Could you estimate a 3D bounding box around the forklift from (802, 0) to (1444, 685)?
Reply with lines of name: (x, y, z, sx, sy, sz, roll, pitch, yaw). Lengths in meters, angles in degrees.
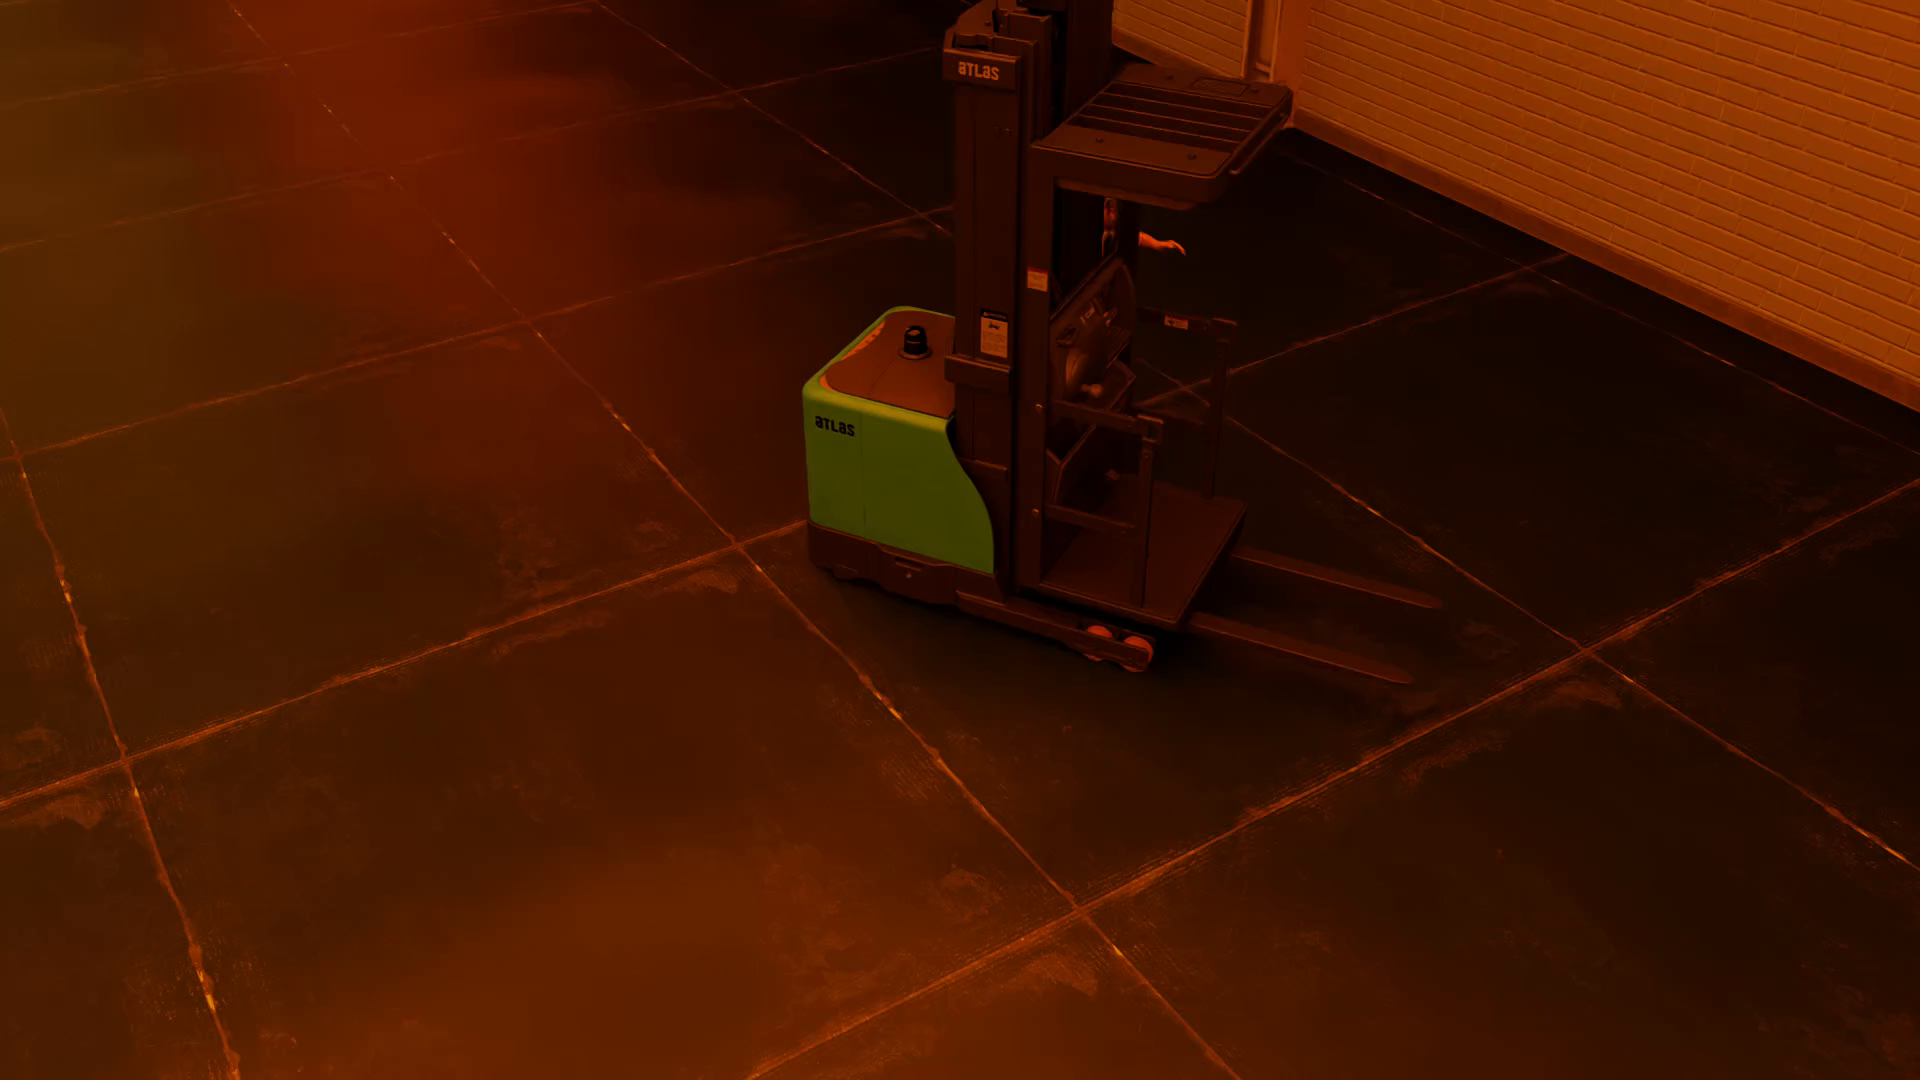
forklift: (0.788, -0.929, 7.469, 3.031, 2.935, 1.130, 16, 38, 21)

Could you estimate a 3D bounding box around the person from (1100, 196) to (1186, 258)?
person: (0.767, -1.216, 9.135, 0.953, 1.512, 1.080, 0, 35, 0)
